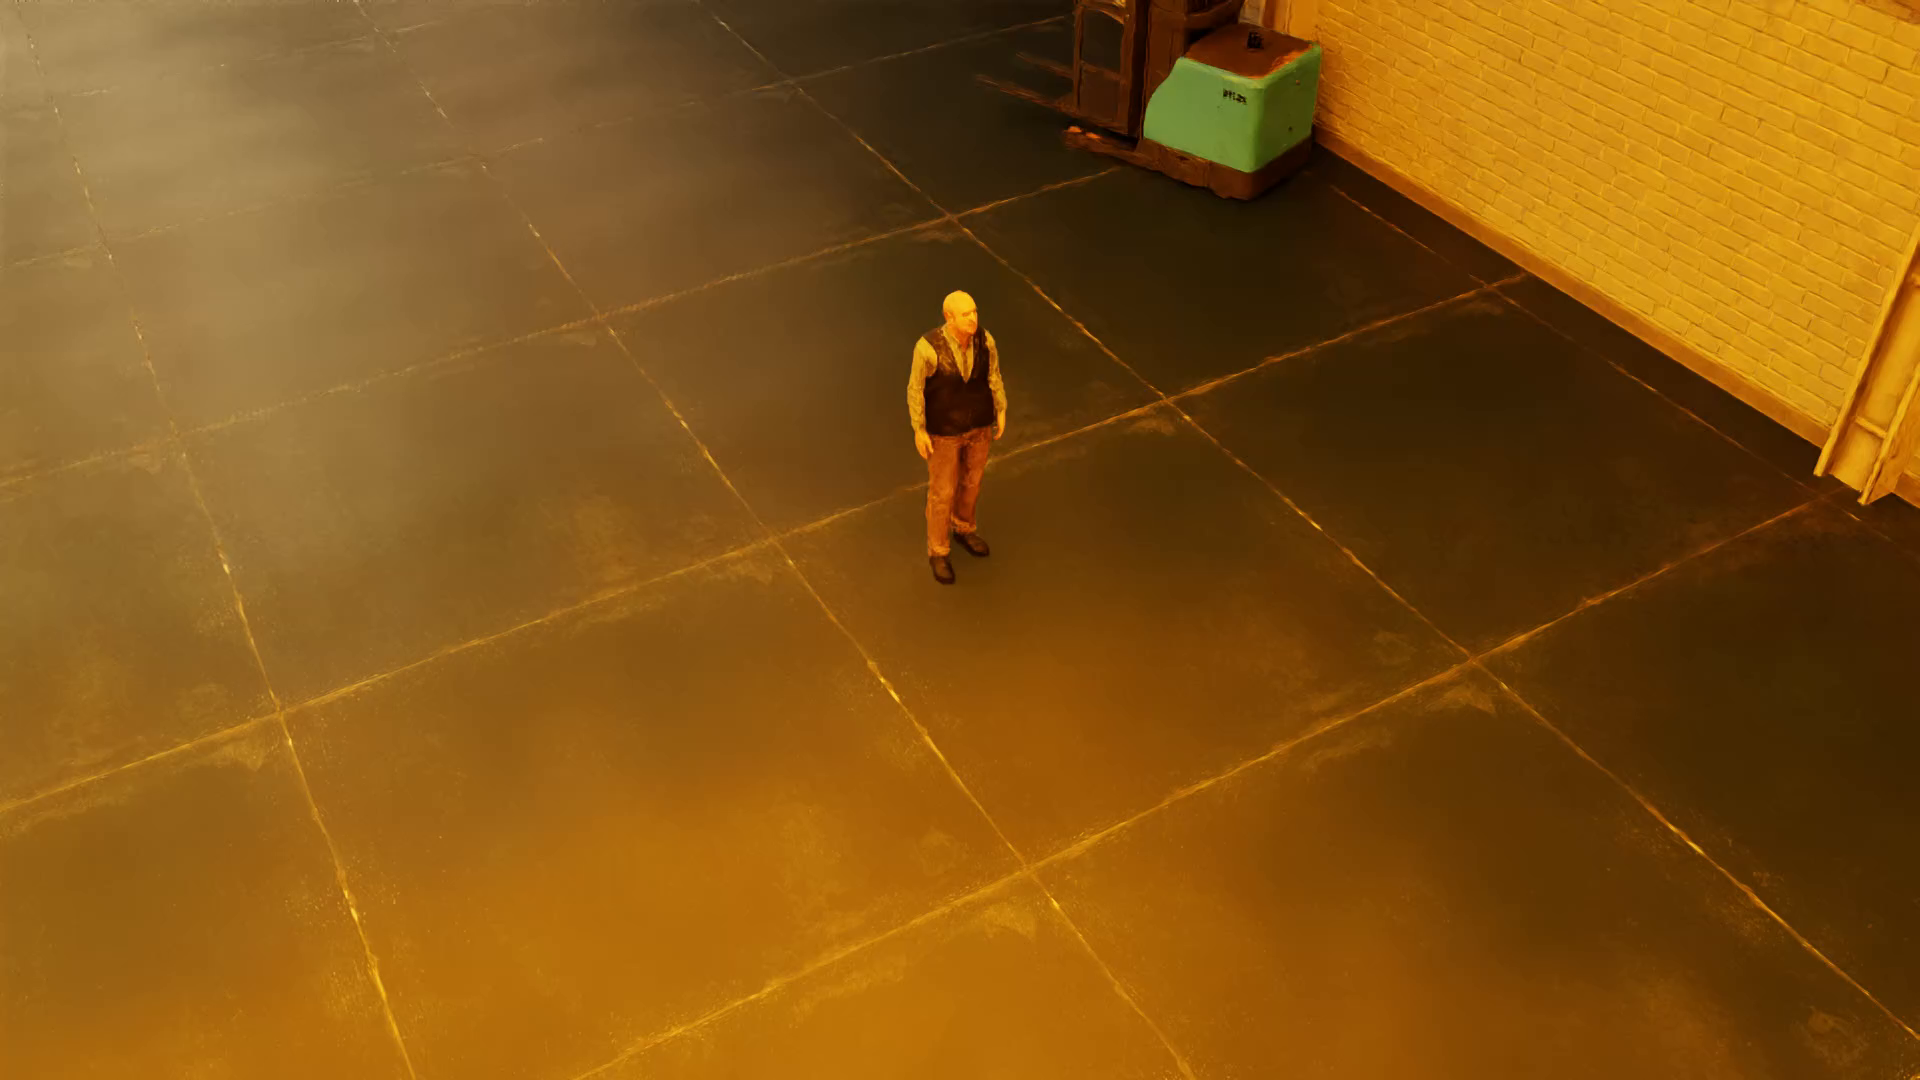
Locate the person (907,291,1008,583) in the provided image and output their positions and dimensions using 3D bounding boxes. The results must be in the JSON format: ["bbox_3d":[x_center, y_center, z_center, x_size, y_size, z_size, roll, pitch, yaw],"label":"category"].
[{"bbox_3d":[0.024,-0.631,9.733,0.632,1.720,0.567,-20,44,-23],"label":"person"}]

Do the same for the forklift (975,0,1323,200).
[{"bbox_3d":[1.512,-4.698,13.701,3.031,2.935,1.130,28,47,30],"label":"forklift"}]
